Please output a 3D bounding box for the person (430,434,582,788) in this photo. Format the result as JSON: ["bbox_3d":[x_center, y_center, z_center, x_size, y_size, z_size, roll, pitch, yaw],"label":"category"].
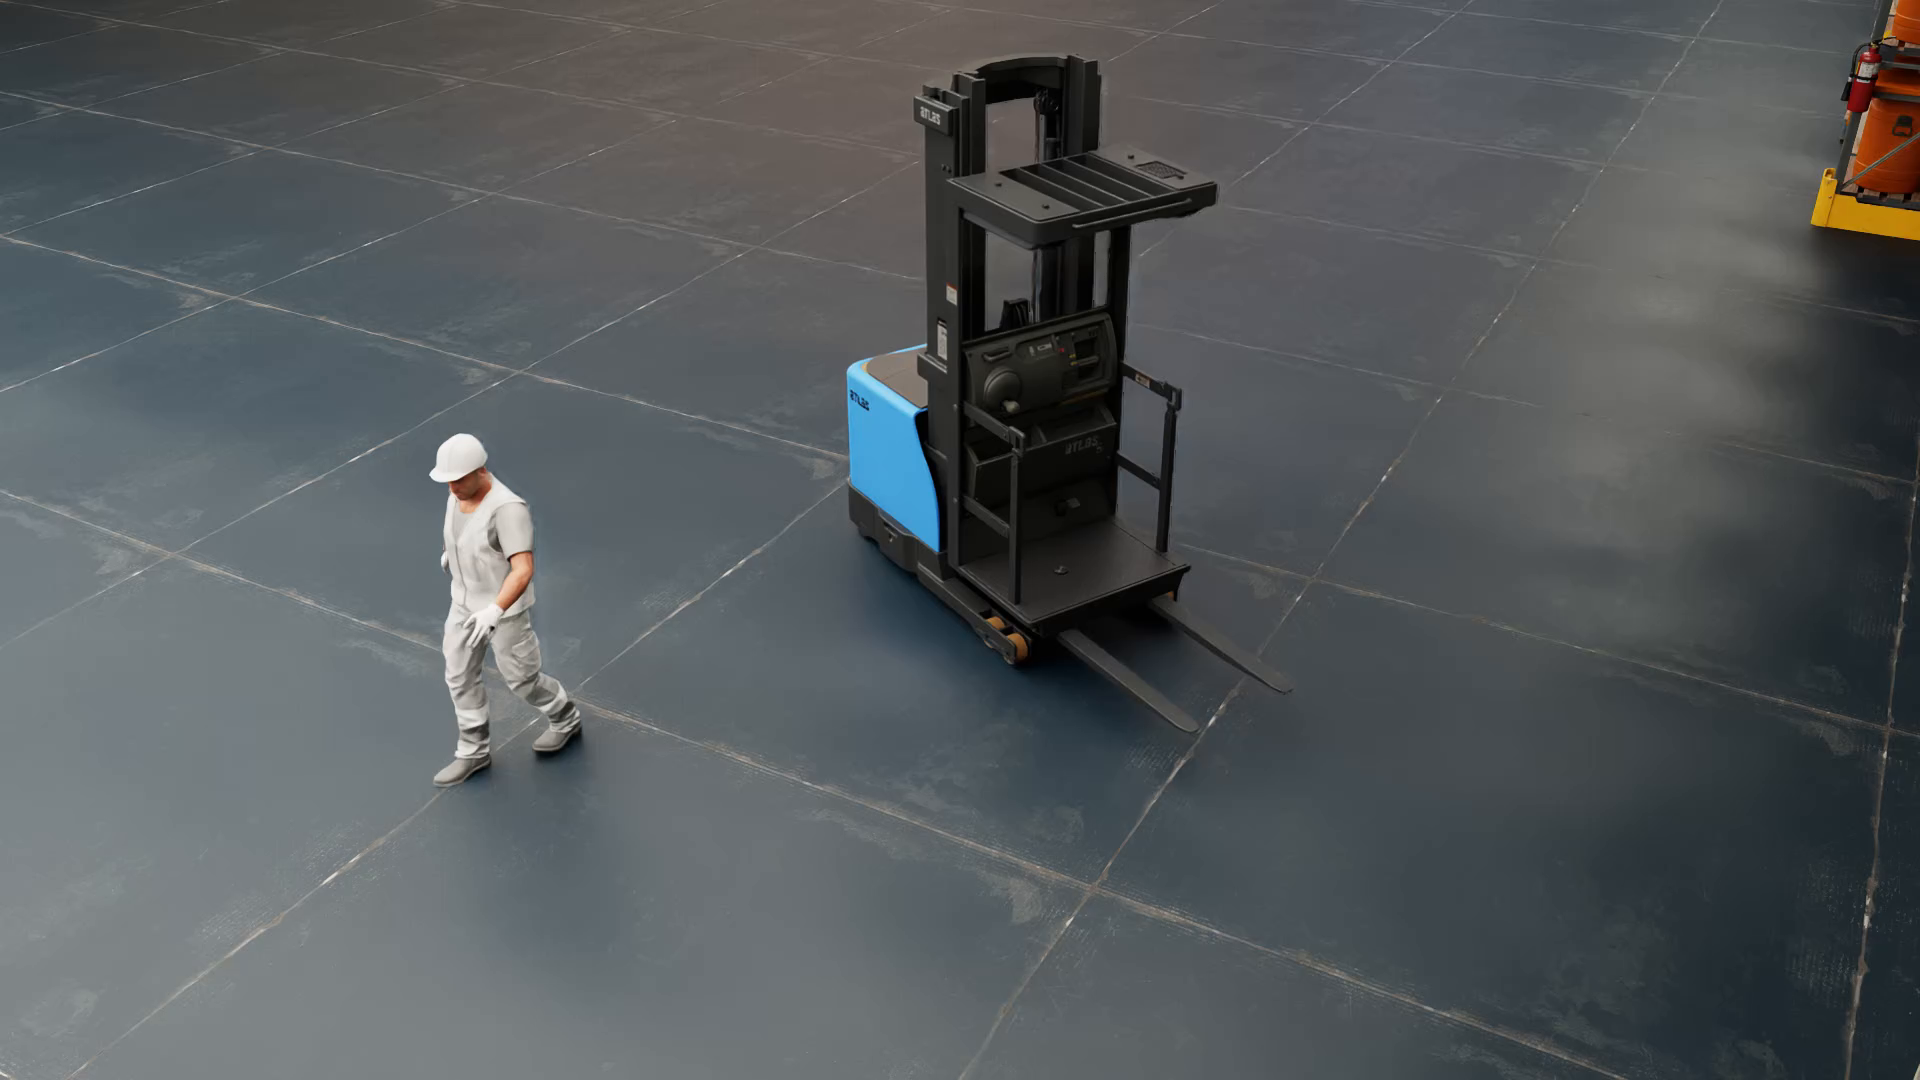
[{"bbox_3d":[-2.230,0.311,7.717,0.996,1.762,0.762,22,37,33],"label":"person"}]

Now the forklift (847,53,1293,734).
[{"bbox_3d":[0.553,-0.877,8.590,1.130,2.935,3.031,-18,35,-28],"label":"forklift"}]
